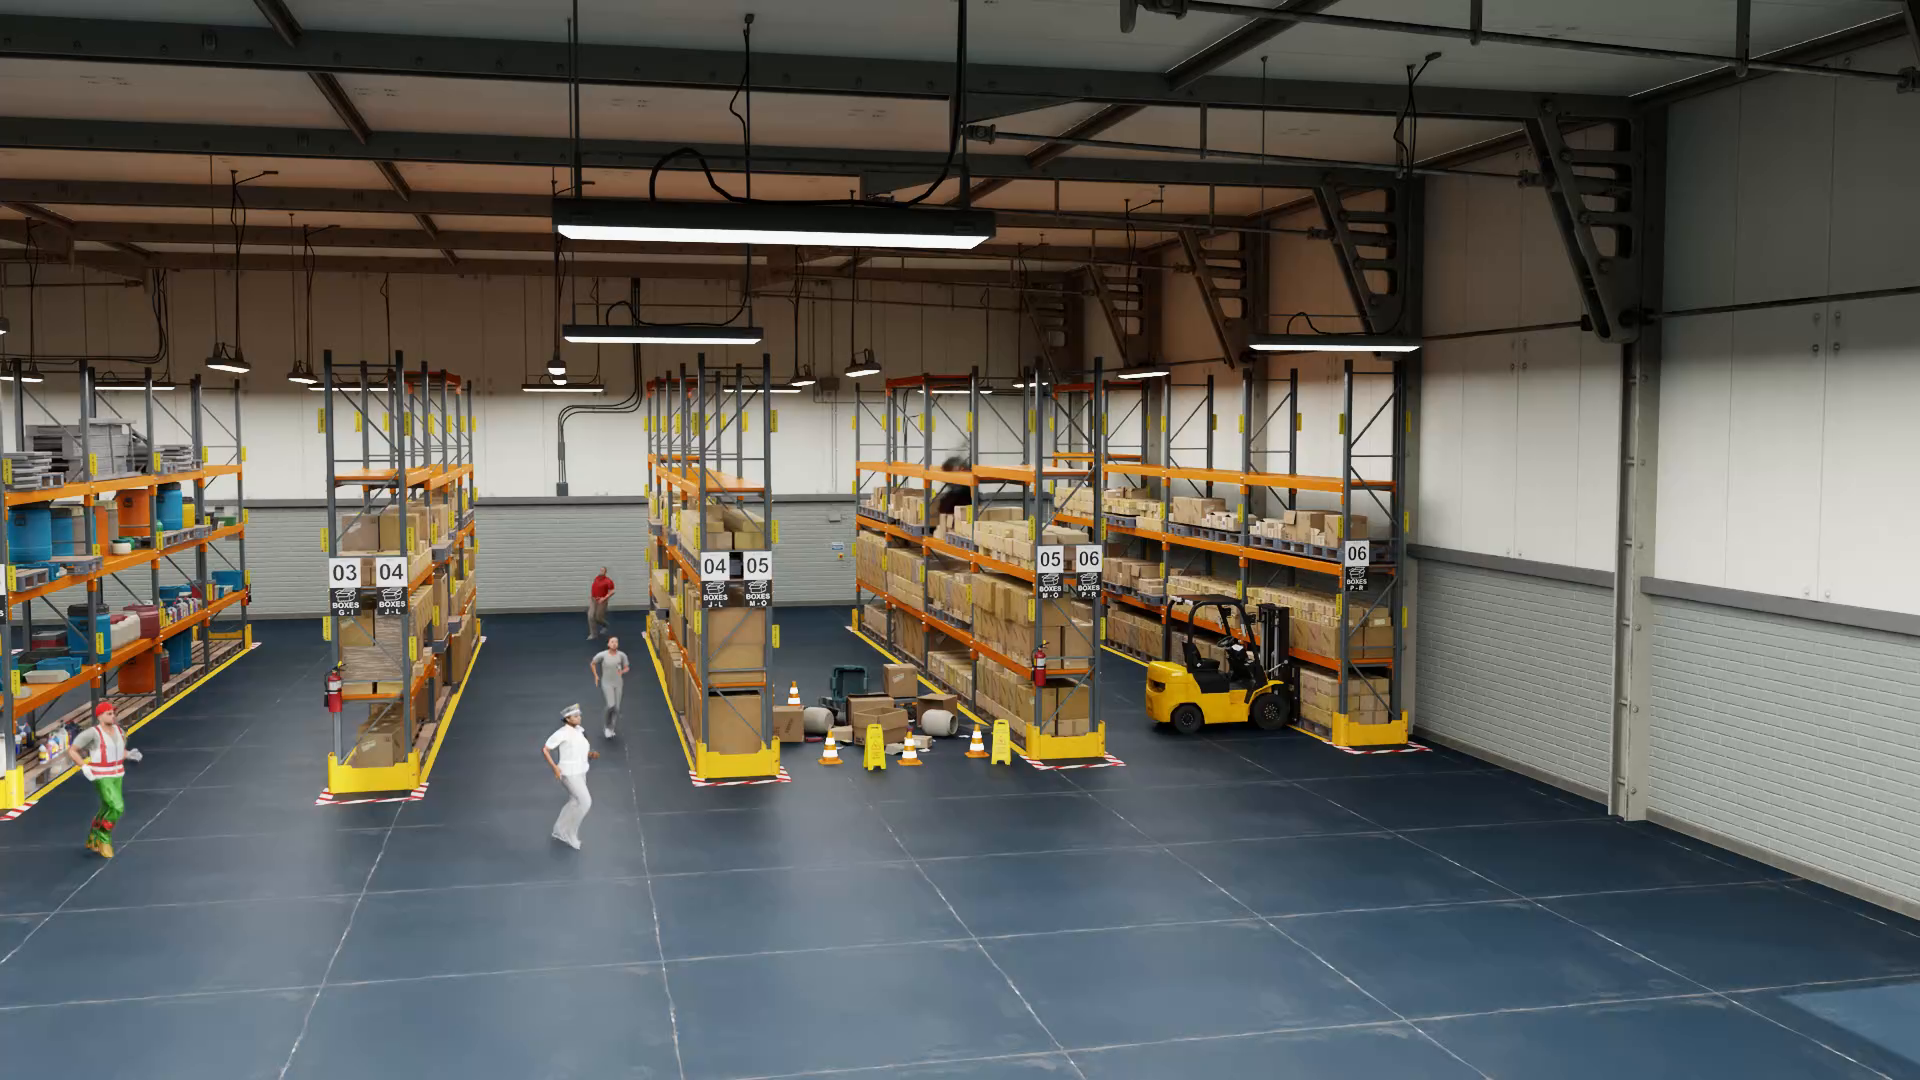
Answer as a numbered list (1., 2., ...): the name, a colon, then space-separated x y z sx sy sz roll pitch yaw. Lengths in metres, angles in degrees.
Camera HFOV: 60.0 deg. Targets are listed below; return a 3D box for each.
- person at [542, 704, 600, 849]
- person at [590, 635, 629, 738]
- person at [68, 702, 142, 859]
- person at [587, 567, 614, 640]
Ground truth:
1. person: -4.570 2.790 19.703 0.695 1.713 0.543 1 4 19
2. person: -5.522 2.324 26.413 0.552 1.639 0.613 -2 5 -30
3. person: -9.870 2.776 19.280 0.721 1.804 0.632 1 4 15
4. person: -8.377 1.469 38.888 0.707 1.700 0.722 2 4 23
